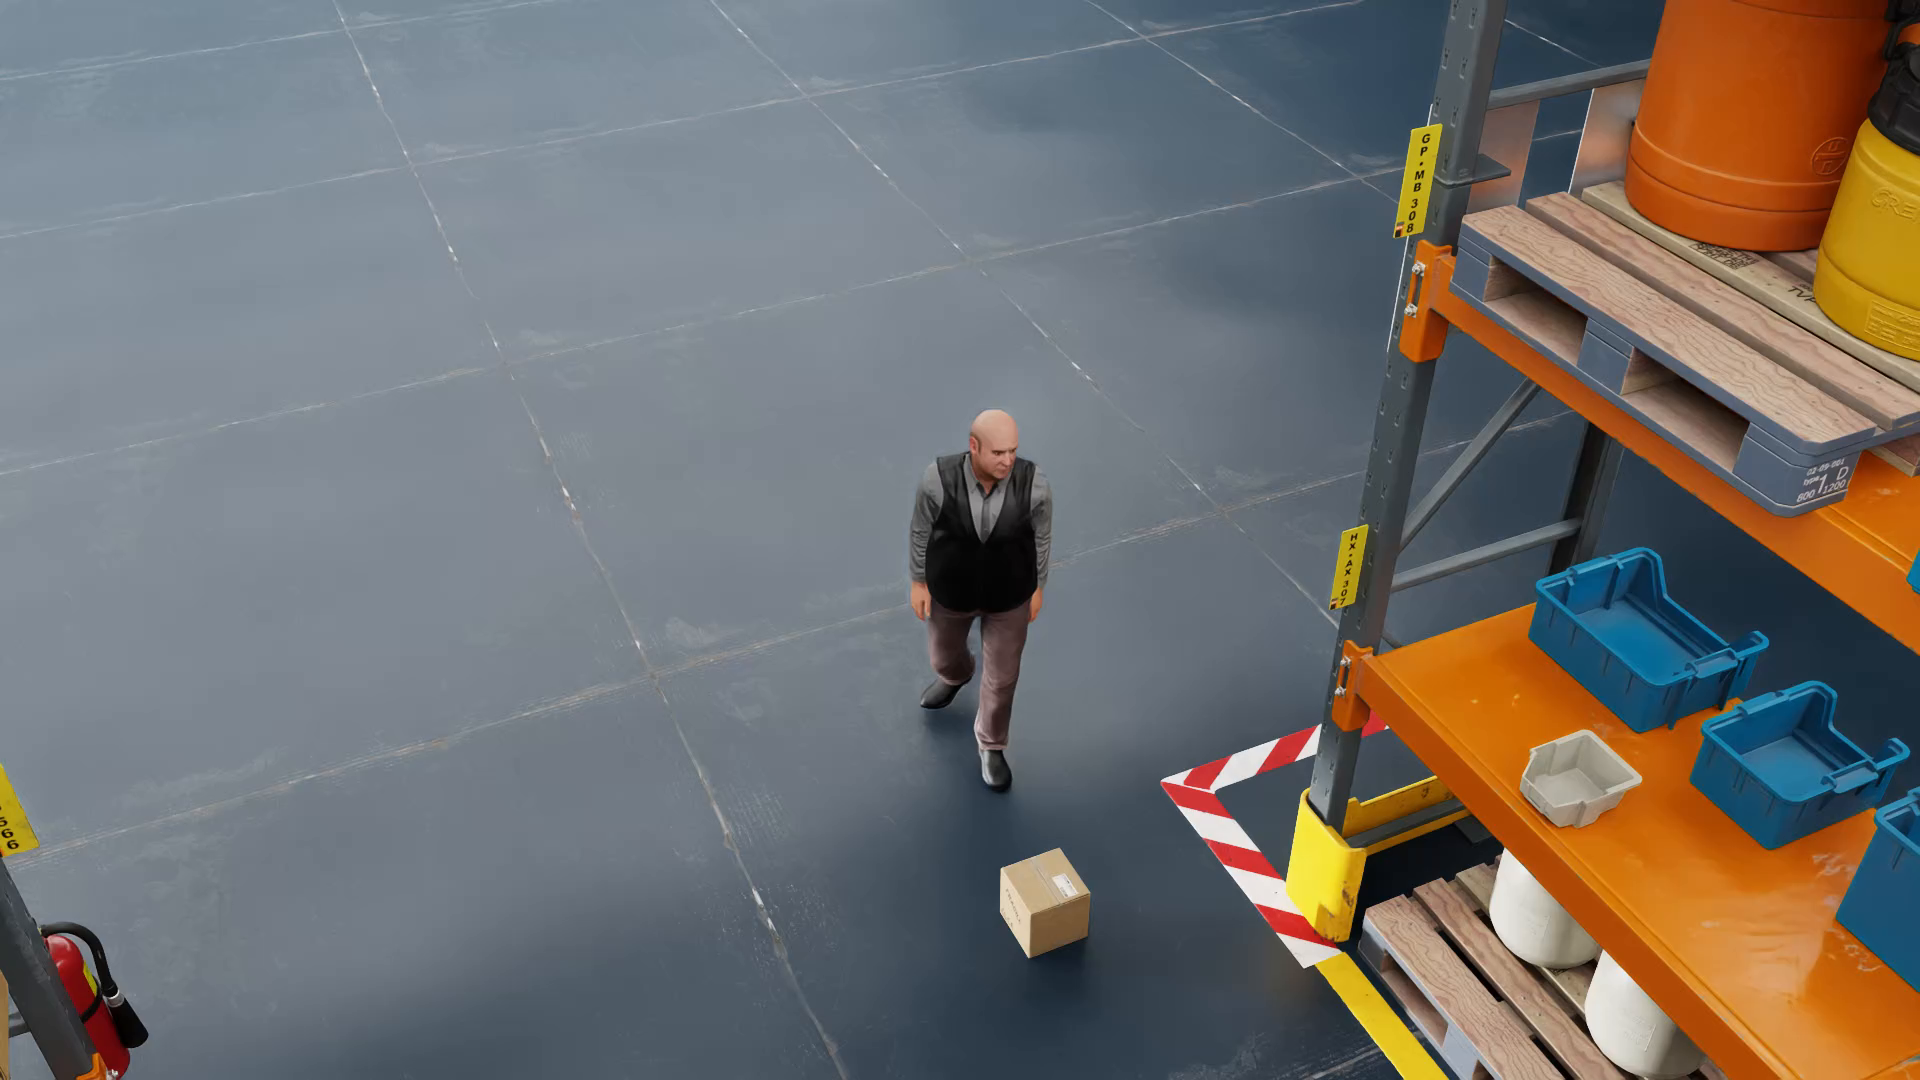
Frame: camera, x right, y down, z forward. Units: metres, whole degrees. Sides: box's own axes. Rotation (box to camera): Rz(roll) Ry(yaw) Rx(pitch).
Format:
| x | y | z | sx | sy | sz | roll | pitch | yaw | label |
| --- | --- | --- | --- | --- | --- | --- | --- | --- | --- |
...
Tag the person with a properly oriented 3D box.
| x | y | z | sx | sy | sz | roll | pitch | yaw | label |
| --- | --- | --- | --- | --- | --- | --- | --- | --- | --- |
| 0.079 | 0.167 | 6.647 | 0.558 | 1.719 | 0.670 | 2 | 37 | 3 | person |
